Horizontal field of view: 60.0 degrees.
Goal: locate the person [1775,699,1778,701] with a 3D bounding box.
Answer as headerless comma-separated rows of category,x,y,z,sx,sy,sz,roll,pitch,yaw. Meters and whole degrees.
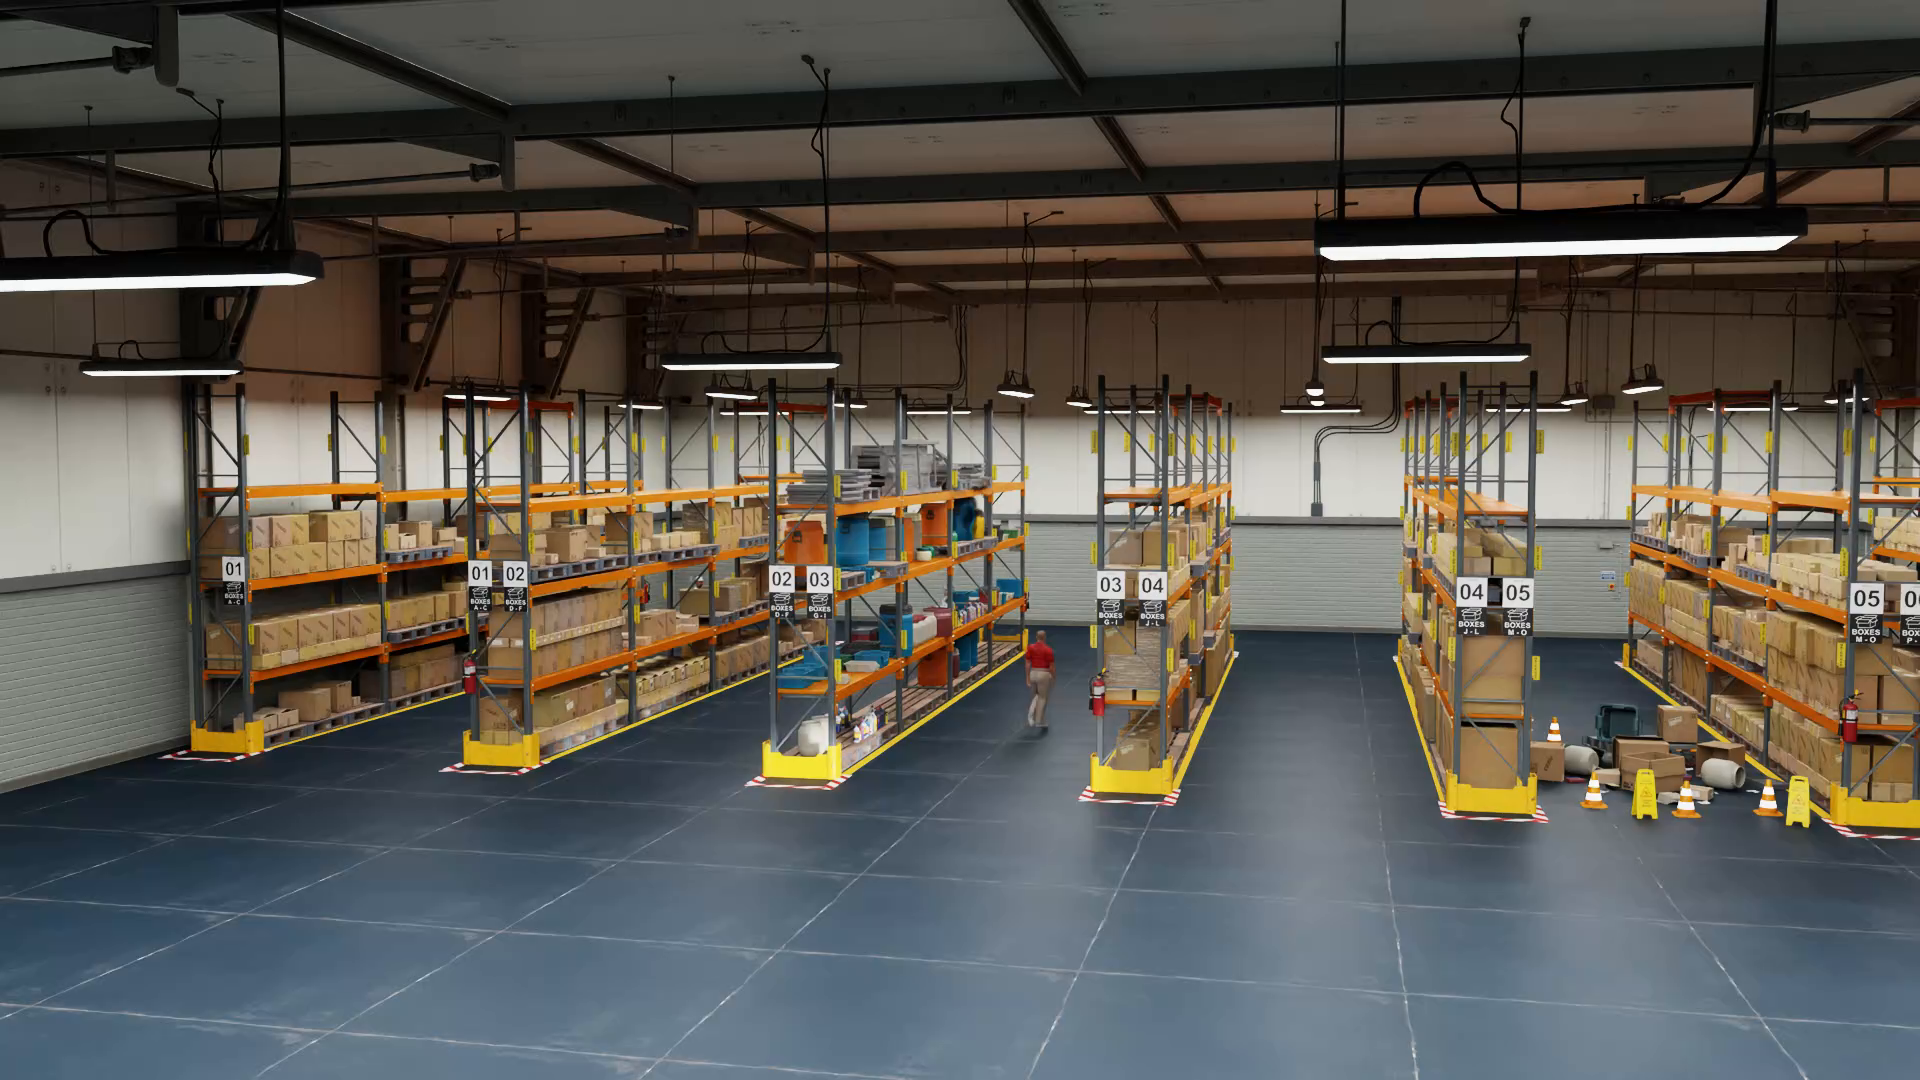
person,16.076,2.344,32.380,0.578,1.655,0.423,-3,5,-45

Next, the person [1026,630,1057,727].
person,1.470,2.459,29.413,0.451,1.747,0.528,-3,4,-42

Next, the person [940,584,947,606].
person,-0.272,1.896,38.830,0.446,1.766,0.561,-1,3,-21

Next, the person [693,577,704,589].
person,-6.387,1.778,40.934,0.398,1.779,0.589,1,4,23
